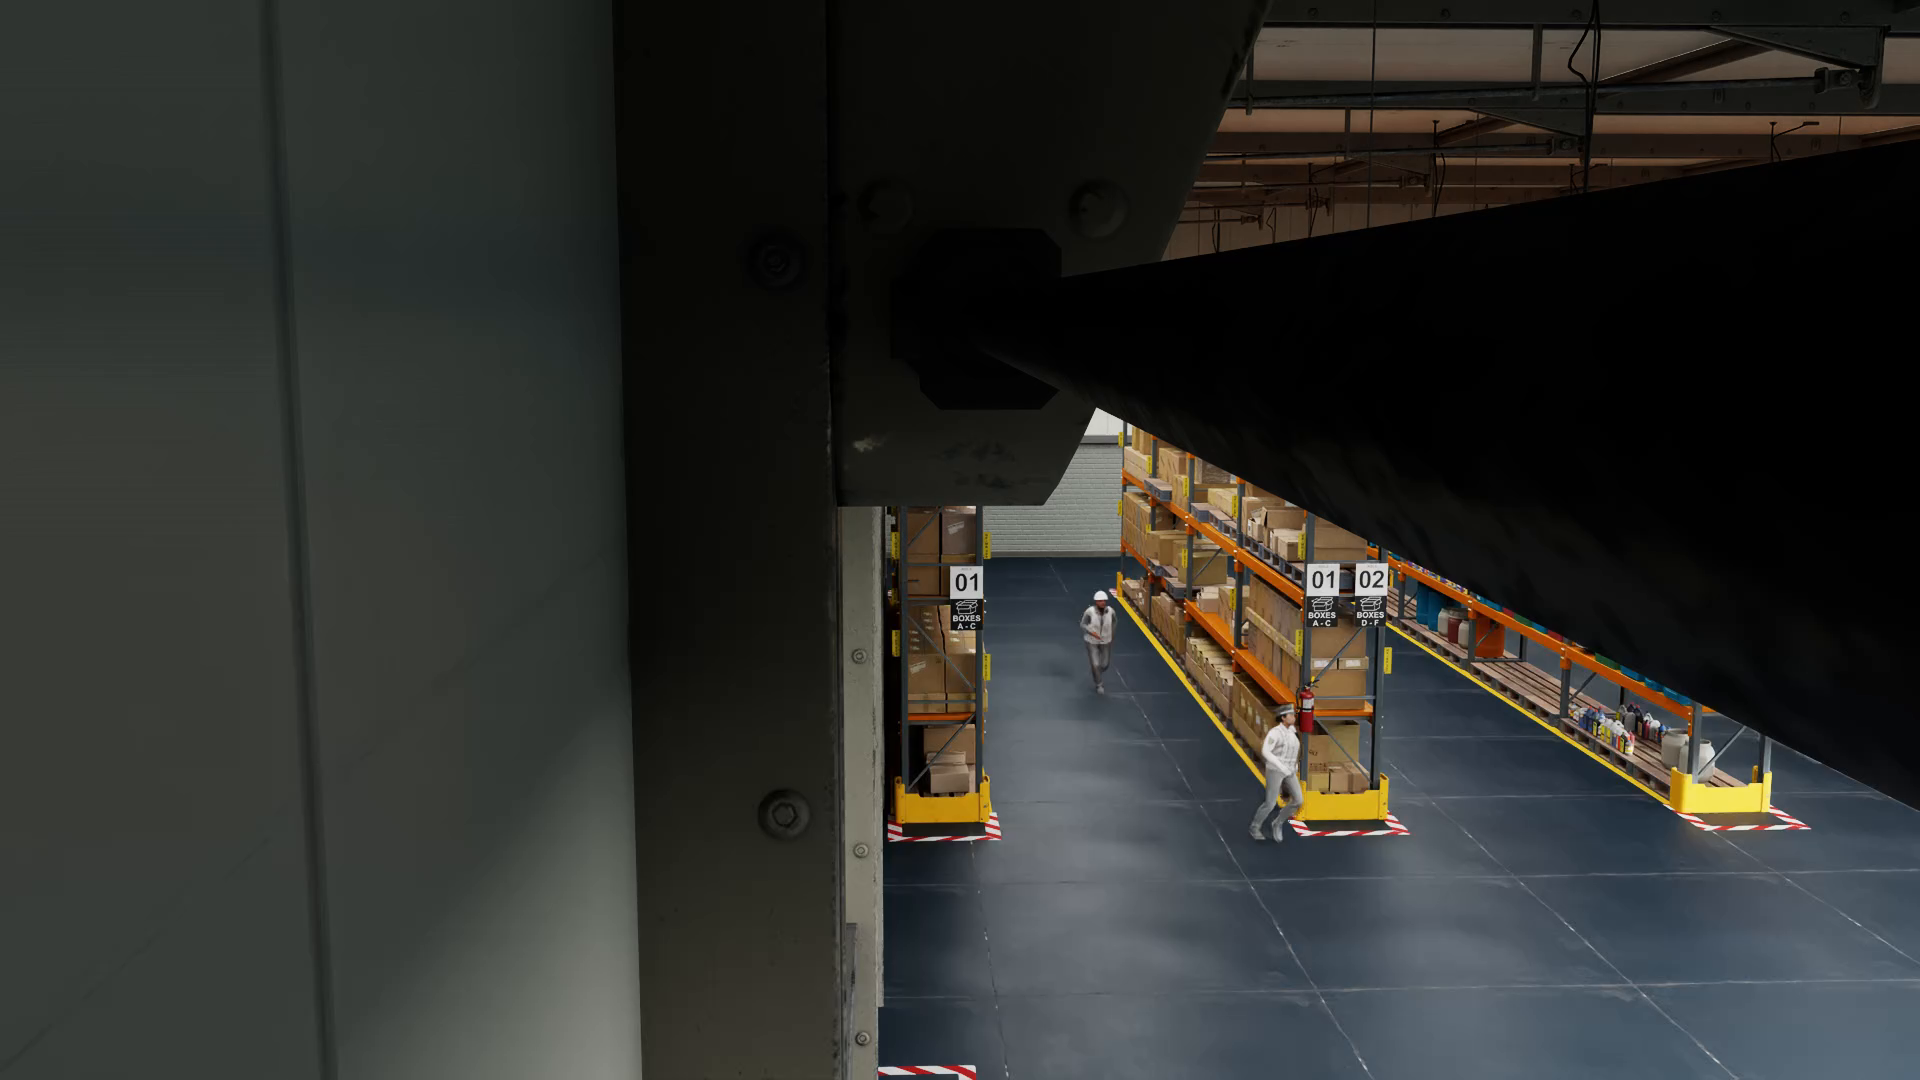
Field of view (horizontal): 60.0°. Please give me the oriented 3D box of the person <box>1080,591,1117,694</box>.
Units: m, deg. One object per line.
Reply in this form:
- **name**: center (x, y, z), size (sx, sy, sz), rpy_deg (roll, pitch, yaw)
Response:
- **person**: center (2.279, 1.662, 27.319), size (0.646, 1.719, 0.746), rpy_deg (-1, 8, -6)

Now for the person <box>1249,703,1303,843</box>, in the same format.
- **person**: center (3.842, 2.752, 19.766), size (0.676, 1.655, 0.607), rpy_deg (-6, 10, -36)
